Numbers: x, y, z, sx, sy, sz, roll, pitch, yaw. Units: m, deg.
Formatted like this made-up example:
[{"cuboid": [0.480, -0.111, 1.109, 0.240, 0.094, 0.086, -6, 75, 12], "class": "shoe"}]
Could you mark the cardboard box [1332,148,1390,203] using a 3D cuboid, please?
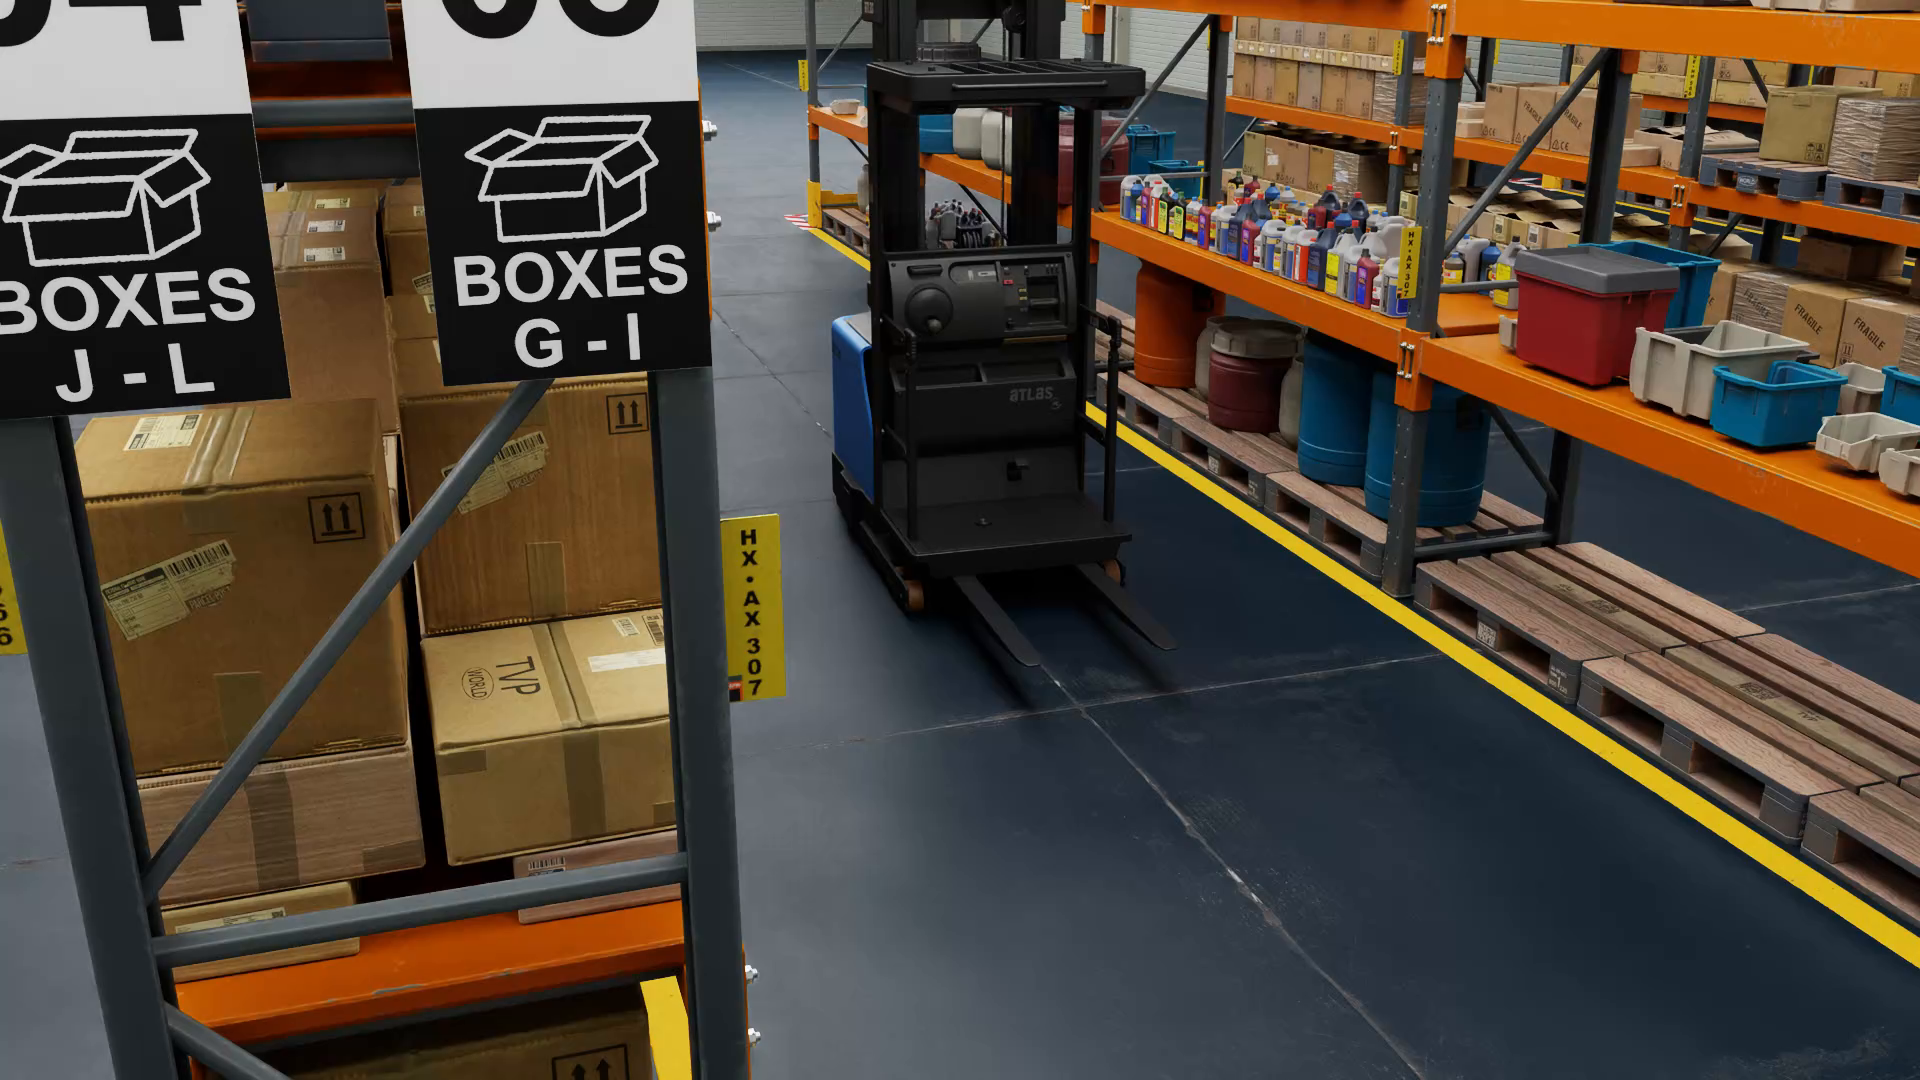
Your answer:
[{"cuboid": [4.262, -3.828, 17.475, 0.500, 0.500, 0.500, -6, 21, -17], "class": "cardboard box"}]

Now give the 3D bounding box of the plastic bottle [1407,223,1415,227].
[{"cuboid": [2.497, -1.620, 9.173, 0.152, 0.276, 0.135, -6, 21, -17], "class": "plastic bottle"}]

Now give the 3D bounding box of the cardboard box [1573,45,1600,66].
[{"cuboid": [8.070, -6.202, 20.830, 0.500, 0.500, 0.500, -6, 21, -17], "class": "cardboard box"}]

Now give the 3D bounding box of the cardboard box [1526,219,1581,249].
[{"cuboid": [5.295, -2.639, 14.443, 0.500, 0.311, 0.500, -7, 21, -18], "class": "cardboard box"}]

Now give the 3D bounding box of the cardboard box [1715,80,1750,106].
[{"cuboid": [8.877, -5.032, 18.680, 0.500, 0.250, 0.500, -6, 21, -17], "class": "cardboard box"}]

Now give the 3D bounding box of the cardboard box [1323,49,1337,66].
[{"cuboid": [4.075, -5.109, 17.596, 0.380, 0.149, 0.250, -6, 21, -16], "class": "cardboard box"}]

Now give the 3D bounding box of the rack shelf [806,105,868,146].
[{"cuboid": [-0.571, -4.063, 16.855, 1.077, 0.370, 4.000, -6, 21, -17], "class": "rack shelf"}]

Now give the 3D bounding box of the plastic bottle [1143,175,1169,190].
[{"cuboid": [1.289, -2.261, 10.956, 0.152, 0.276, 0.135, -6, 21, -17], "class": "plastic bottle"}]

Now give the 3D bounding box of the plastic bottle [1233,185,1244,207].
[{"cuboid": [1.866, -2.259, 11.062, 0.097, 0.201, 0.097, 0, 20, 0], "class": "plastic bottle"}]

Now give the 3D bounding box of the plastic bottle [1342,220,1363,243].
[{"cuboid": [2.051, -1.504, 8.739, 0.144, 0.351, 0.185, -6, 21, -17], "class": "plastic bottle"}]

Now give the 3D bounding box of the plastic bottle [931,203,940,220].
[{"cuboid": [-0.254, -3.334, 17.128, 0.061, 0.283, 0.133, -6, 21, -17], "class": "plastic bottle"}]

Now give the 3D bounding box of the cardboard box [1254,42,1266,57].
[{"cuboid": [3.586, -5.607, 18.983, 0.380, 0.149, 0.250, -6, 21, -17], "class": "cardboard box"}]

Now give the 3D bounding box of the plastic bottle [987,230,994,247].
[{"cuboid": [0.310, -2.864, 15.941, 0.097, 0.201, 0.097, 0, 20, 0], "class": "plastic bottle"}]

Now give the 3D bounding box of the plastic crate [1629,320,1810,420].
[{"cuboid": [2.877, -0.655, 6.390, 0.437, 0.282, 0.530, -6, 21, -17], "class": "plastic crate"}]

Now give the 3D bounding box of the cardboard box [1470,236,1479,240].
[{"cuboid": [4.978, -2.702, 15.449, 0.500, 0.250, 0.500, -7, 21, -19], "class": "cardboard box"}]

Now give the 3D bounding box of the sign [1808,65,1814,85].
[{"cuboid": [6.531, -3.569, 12.821, 0.100, 0.325, 0.005, -6, 21, -17], "class": "sign"}]

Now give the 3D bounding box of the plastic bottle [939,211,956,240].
[{"cuboid": [-0.128, -3.161, 16.658, 0.152, 0.276, 0.135, -6, 21, -17], "class": "plastic bottle"}]

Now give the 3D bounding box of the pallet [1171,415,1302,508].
[{"cuboid": [1.982, -0.524, 10.064, 1.003, 0.211, 1.213, -6, 21, -17], "class": "pallet"}]

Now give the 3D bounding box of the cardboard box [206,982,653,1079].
[{"cuboid": [-1.150, 1.223, 3.596, 0.875, 0.875, 0.875, -6, 21, -17], "class": "cardboard box"}]

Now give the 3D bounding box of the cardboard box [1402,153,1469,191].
[{"cuboid": [4.913, -3.723, 17.182, 0.500, 0.500, 0.500, -6, 21, -17], "class": "cardboard box"}]

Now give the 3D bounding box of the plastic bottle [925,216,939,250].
[{"cuboid": [-0.281, -2.911, 15.852, 0.144, 0.351, 0.185, -6, 21, -17], "class": "plastic bottle"}]

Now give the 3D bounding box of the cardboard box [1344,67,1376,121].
[{"cuboid": [4.444, -4.642, 17.255, 0.700, 0.500, 0.500, -7, 21, -18], "class": "cardboard box"}]

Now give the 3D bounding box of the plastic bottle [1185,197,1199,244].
[{"cuboid": [1.415, -1.937, 10.061, 0.097, 0.271, 0.097, 0, 20, 0], "class": "plastic bottle"}]

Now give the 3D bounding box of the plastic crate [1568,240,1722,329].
[{"cuboid": [3.043, -1.099, 7.475, 0.392, 0.384, 0.575, -6, 21, -17], "class": "plastic crate"}]

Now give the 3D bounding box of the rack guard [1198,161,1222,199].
[{"cuboid": [3.496, -4.400, 20.426, 1.175, 0.500, 0.348, -6, 21, -17], "class": "rack guard"}]

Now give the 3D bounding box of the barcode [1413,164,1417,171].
[{"cuboid": [4.446, -3.641, 16.243, 0.001, 0.075, 0.075, -6, 21, -17], "class": "barcode"}]

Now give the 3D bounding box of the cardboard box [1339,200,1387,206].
[{"cuboid": [4.260, -3.475, 17.601, 0.500, 0.250, 0.500, -6, 21, -17], "class": "cardboard box"}]

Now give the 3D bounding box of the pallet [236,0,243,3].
[{"cuboid": [-1.882, -1.772, 5.107, 1.003, 0.211, 1.213, -6, 21, -17], "class": "pallet"}]

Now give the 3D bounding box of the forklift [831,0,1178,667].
[{"cuboid": [0.175, -1.175, 7.852, 1.130, 2.935, 3.031, -6, 21, -15], "class": "forklift"}]

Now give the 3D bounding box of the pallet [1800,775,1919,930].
[{"cuboid": [3.607, 1.135, 5.445, 1.003, 0.211, 1.213, -6, 21, -17], "class": "pallet"}]

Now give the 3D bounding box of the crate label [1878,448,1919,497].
[{"cuboid": [3.213, -0.237, 5.439, 0.396, 0.136, 0.243, -6, 21, -17], "class": "crate label"}]

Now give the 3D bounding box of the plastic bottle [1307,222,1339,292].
[{"cuboid": [1.915, -1.489, 8.697, 0.144, 0.351, 0.185, -6, 21, -17], "class": "plastic bottle"}]

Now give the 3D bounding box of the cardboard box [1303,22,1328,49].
[{"cuboid": [4.143, -5.567, 17.912, 0.700, 0.500, 0.500, -6, 21, -17], "class": "cardboard box"}]

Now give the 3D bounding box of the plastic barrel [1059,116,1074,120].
[{"cuboid": [0.789, -2.836, 12.209, 0.421, 0.512, 0.421, 0, 20, 0], "class": "plastic barrel"}]

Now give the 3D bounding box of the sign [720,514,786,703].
[{"cuboid": [-0.344, 0.116, 2.759, 0.100, 0.325, 0.005, -6, 21, -17], "class": "sign"}]

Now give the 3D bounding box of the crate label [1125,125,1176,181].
[{"cuboid": [1.260, -2.840, 12.334, 0.502, 0.435, 0.616, -6, 21, -17], "class": "crate label"}]

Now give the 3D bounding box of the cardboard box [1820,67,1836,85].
[{"cuboid": [9.513, -5.277, 18.254, 0.500, 0.500, 0.500, -7, 21, -18], "class": "cardboard box"}]

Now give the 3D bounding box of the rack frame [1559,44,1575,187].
[{"cuboid": [8.206, -6.096, 21.450, 1.000, 3.000, 0.127, -6, 21, -17], "class": "rack frame"}]

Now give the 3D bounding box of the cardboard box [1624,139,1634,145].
[{"cuboid": [5.564, -3.286, 13.999, 0.380, 0.149, 0.250, -5, 20, -13], "class": "cardboard box"}]

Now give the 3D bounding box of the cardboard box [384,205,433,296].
[{"cuboid": [-1.578, -0.808, 5.401, 0.500, 0.500, 0.500, -6, 21, -17], "class": "cardboard box"}]

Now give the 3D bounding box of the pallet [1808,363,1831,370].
[{"cuboid": [6.597, -1.054, 11.539, 1.003, 0.211, 1.213, -6, 21, -17], "class": "pallet"}]

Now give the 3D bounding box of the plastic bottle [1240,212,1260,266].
[{"cuboid": [1.637, -1.696, 9.372, 0.061, 0.283, 0.133, -6, 21, -17], "class": "plastic bottle"}]

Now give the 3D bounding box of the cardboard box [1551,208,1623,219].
[{"cuboid": [5.639, -2.864, 15.070, 0.500, 0.311, 0.500, -7, 21, -18], "class": "cardboard box"}]

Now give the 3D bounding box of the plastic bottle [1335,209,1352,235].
[{"cuboid": [2.216, -1.780, 9.624, 0.097, 0.271, 0.097, 0, 20, 0], "class": "plastic bottle"}]

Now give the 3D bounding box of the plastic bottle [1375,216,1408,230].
[{"cuboid": [2.425, -1.695, 9.380, 0.152, 0.276, 0.135, -6, 21, -17], "class": "plastic bottle"}]

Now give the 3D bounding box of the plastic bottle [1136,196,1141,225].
[{"cuboid": [1.185, -2.138, 10.725, 0.097, 0.201, 0.097, 0, 20, 0], "class": "plastic bottle"}]

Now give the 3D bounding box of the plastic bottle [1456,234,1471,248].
[{"cuboid": [2.663, -1.478, 8.785, 0.097, 0.271, 0.097, 0, 20, 0], "class": "plastic bottle"}]

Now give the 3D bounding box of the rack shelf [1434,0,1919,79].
[{"cuboid": [3.201, -1.624, 5.626, 1.077, 0.370, 4.000, -6, 21, -17], "class": "rack shelf"}]

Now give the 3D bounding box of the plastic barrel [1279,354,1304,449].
[{"cuboid": [2.102, -0.813, 9.803, 0.421, 0.512, 0.421, 0, 20, 0], "class": "plastic barrel"}]

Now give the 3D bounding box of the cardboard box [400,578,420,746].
[{"cuboid": [-1.435, 0.258, 3.543, 0.500, 0.250, 0.500, -7, 21, -18], "class": "cardboard box"}]

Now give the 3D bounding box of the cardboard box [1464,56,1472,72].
[{"cuboid": [4.861, -4.744, 16.579, 0.380, 0.149, 0.250, -6, 21, -17], "class": "cardboard box"}]

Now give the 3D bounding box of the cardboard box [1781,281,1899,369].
[{"cuboid": [6.213, -1.526, 11.776, 0.500, 0.500, 0.500, -7, 21, -18], "class": "cardboard box"}]

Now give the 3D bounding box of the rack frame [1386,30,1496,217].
[{"cuboid": [4.761, -4.285, 16.408, 1.000, 3.000, 0.127, -6, 21, -17], "class": "rack frame"}]

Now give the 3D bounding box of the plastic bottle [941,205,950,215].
[{"cuboid": [-0.109, -3.297, 17.037, 0.152, 0.276, 0.135, -7, 21, -19], "class": "plastic bottle"}]

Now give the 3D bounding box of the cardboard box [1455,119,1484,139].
[{"cuboid": [4.846, -3.860, 15.598, 0.380, 0.149, 0.250, -6, 21, -17], "class": "cardboard box"}]
